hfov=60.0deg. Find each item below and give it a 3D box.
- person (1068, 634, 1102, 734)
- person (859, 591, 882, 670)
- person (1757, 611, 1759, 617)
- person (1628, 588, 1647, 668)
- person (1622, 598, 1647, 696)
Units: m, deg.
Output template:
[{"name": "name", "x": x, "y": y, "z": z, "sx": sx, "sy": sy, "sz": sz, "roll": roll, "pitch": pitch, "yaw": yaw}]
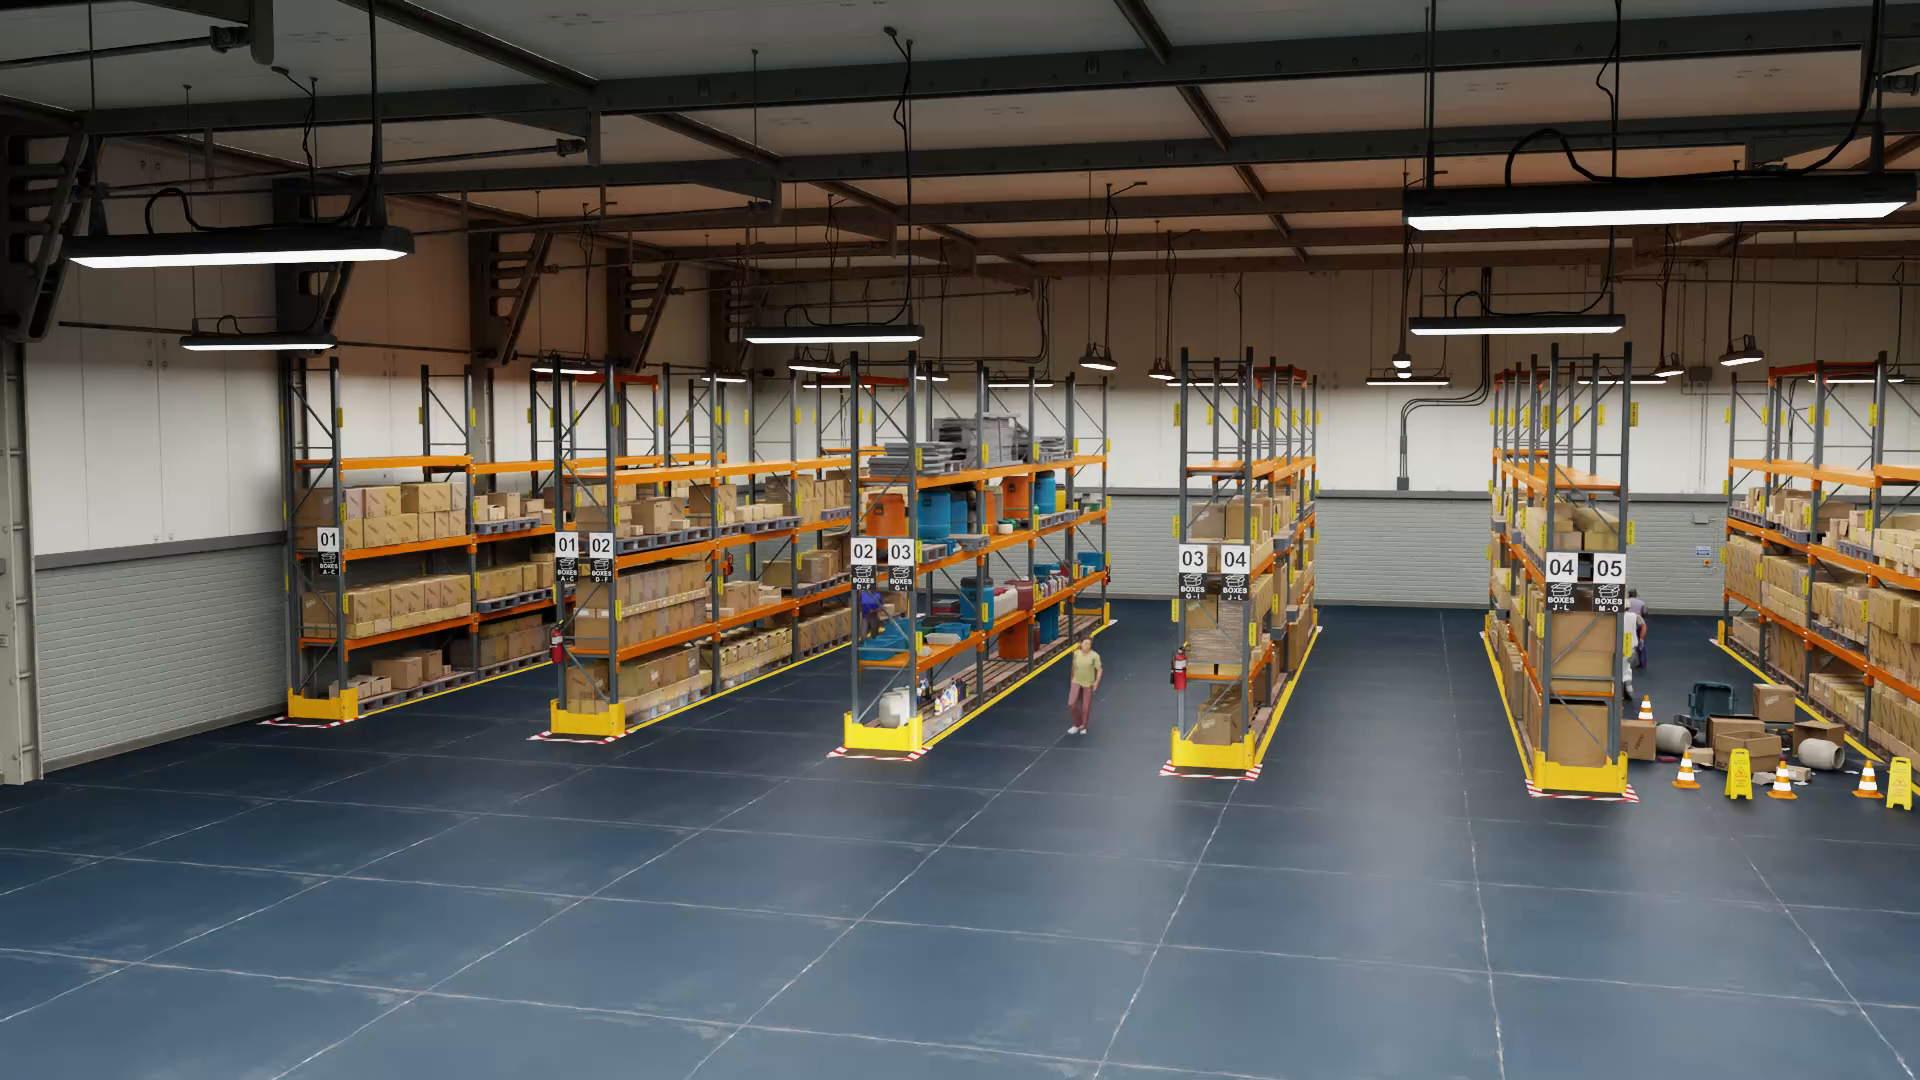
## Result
[{"name": "person", "x": 1.964, "y": 2.270, "z": 25.999, "sx": 0.546, "sy": 1.589, "sz": 0.695, "roll": 1, "pitch": 4, "yaw": 11}, {"name": "person", "x": -1.716, "y": 1.603, "z": 31.685, "sx": 0.488, "sy": 1.731, "sz": 0.783, "roll": 0, "pitch": 4, "yaw": 6}, {"name": "person", "x": 18.308, "y": 1.355, "z": 37.492, "sx": 0.841, "sy": 1.816, "sz": 0.687, "roll": 1, "pitch": 4, "yaw": 8}, {"name": "person", "x": 13.456, "y": 1.787, "z": 33.227, "sx": 0.598, "sy": 1.594, "sz": 0.934, "roll": 0, "pitch": 4, "yaw": 2}, {"name": "person", "x": 11.961, "y": 1.939, "z": 29.865, "sx": 0.603, "sy": 1.790, "sz": 0.809, "roll": 0, "pitch": 4, "yaw": 2}]
